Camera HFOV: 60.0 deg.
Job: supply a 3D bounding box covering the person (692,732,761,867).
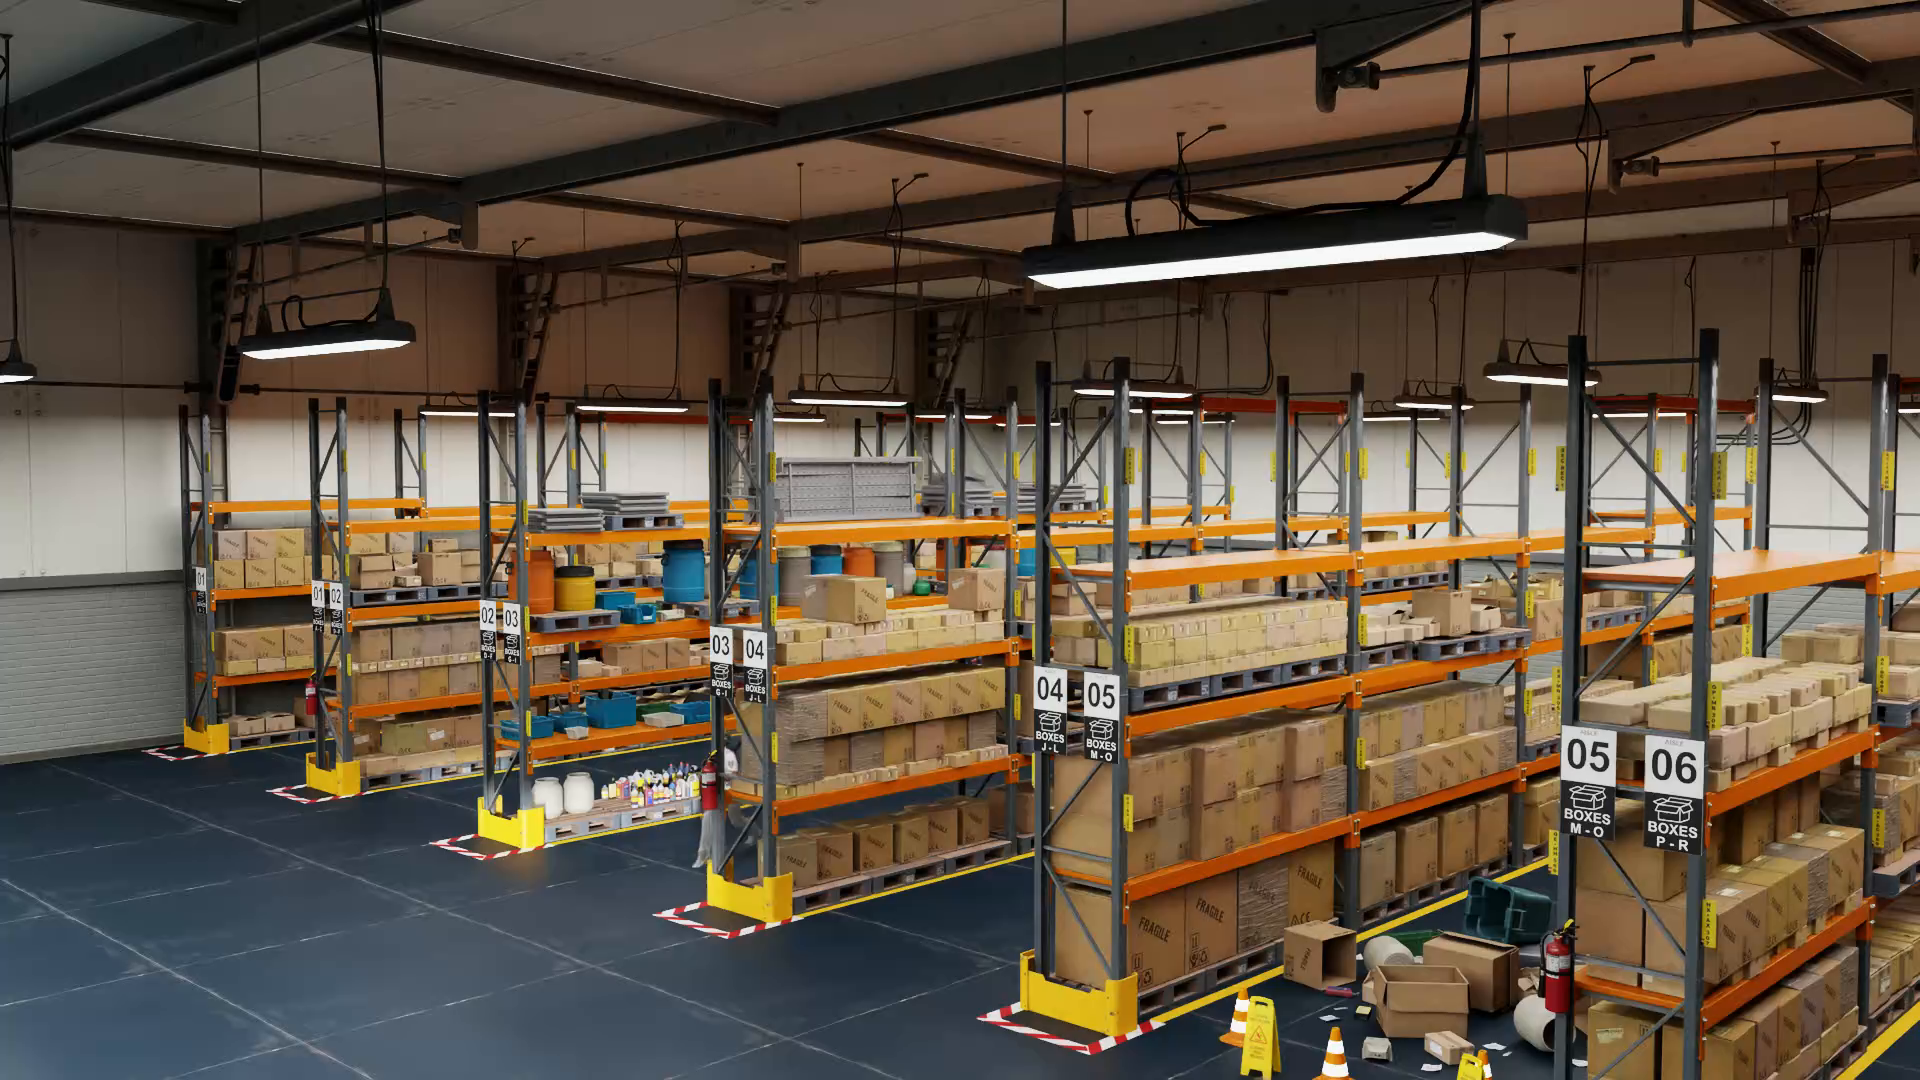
[{"bbox_3d":[-2.937,3.234,21.029,0.532,1.735,1.025,2,4,38],"label":"person"}]
